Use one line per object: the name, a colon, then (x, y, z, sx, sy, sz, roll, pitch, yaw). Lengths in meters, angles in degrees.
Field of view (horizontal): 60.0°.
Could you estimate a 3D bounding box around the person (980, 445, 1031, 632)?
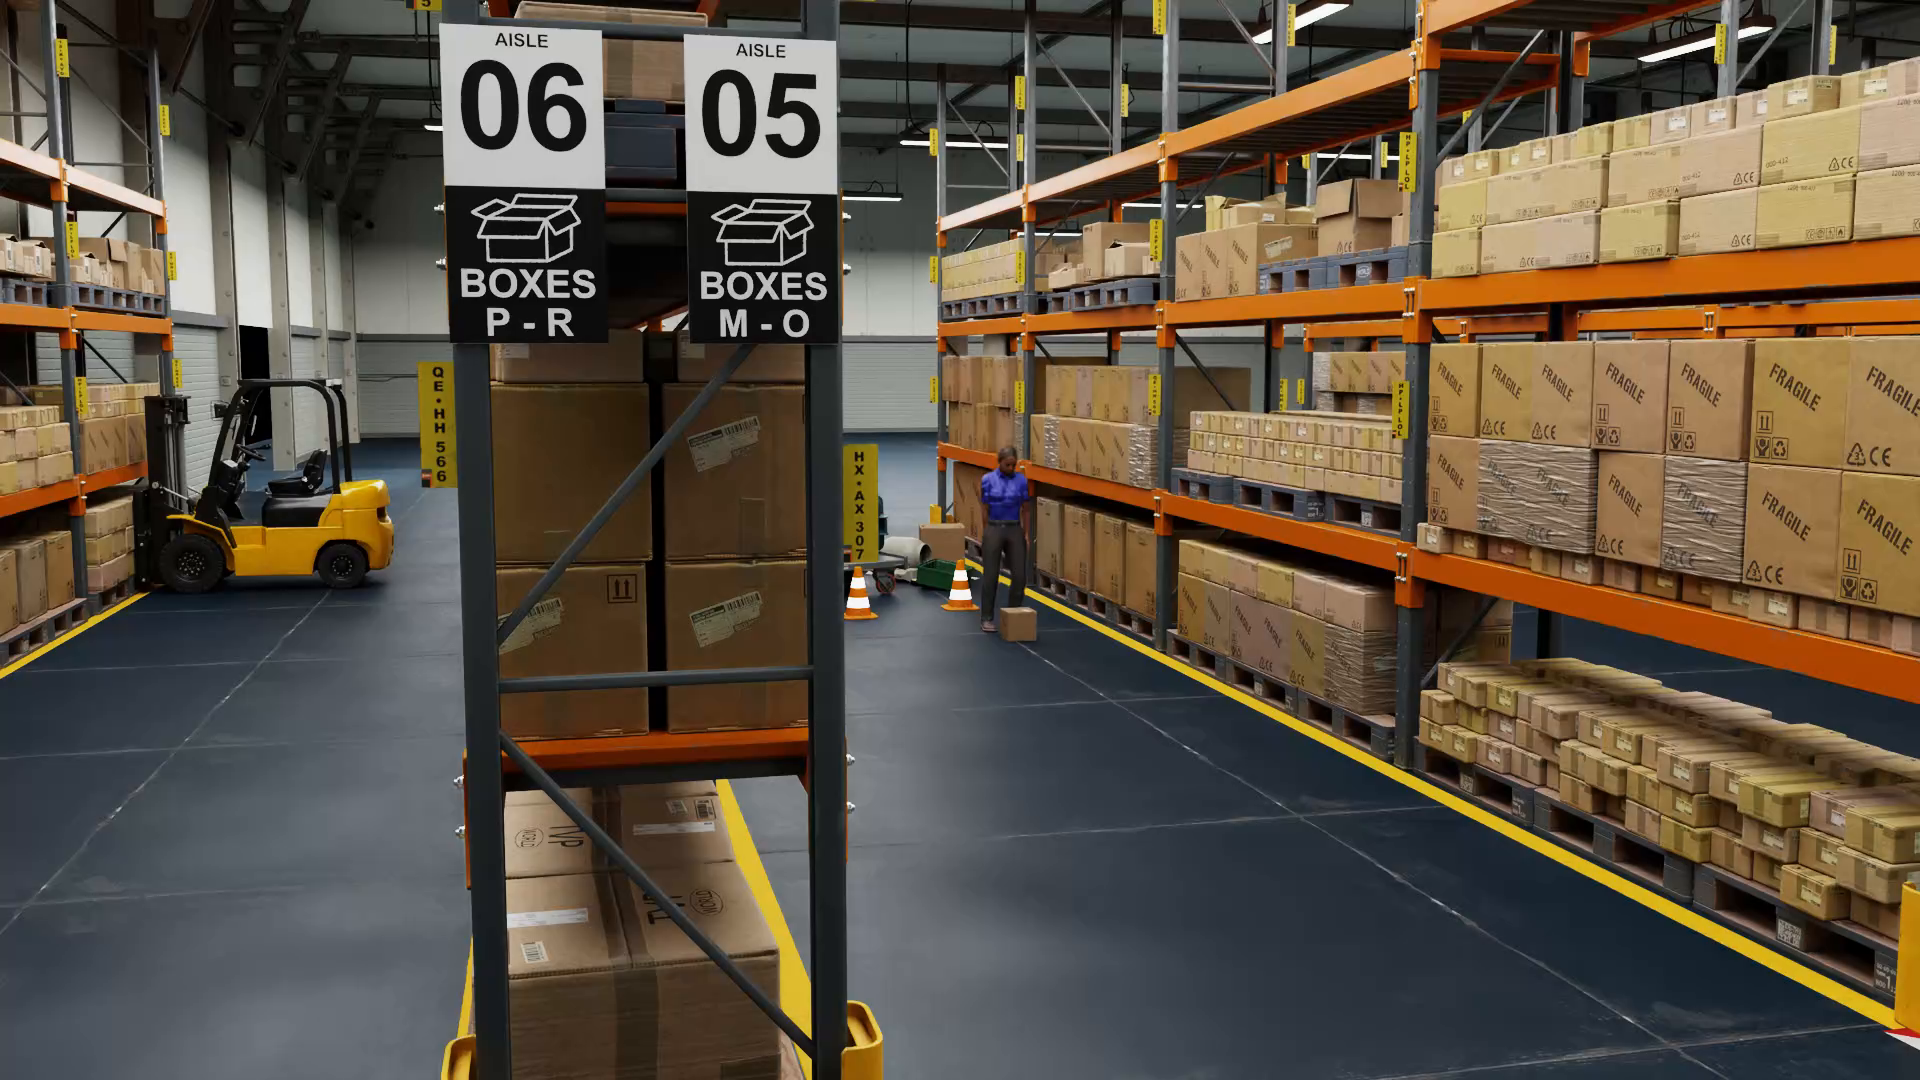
person: (0.404, -0.015, 14.528, 0.447, 1.631, 0.337, -1, 6, -13)
